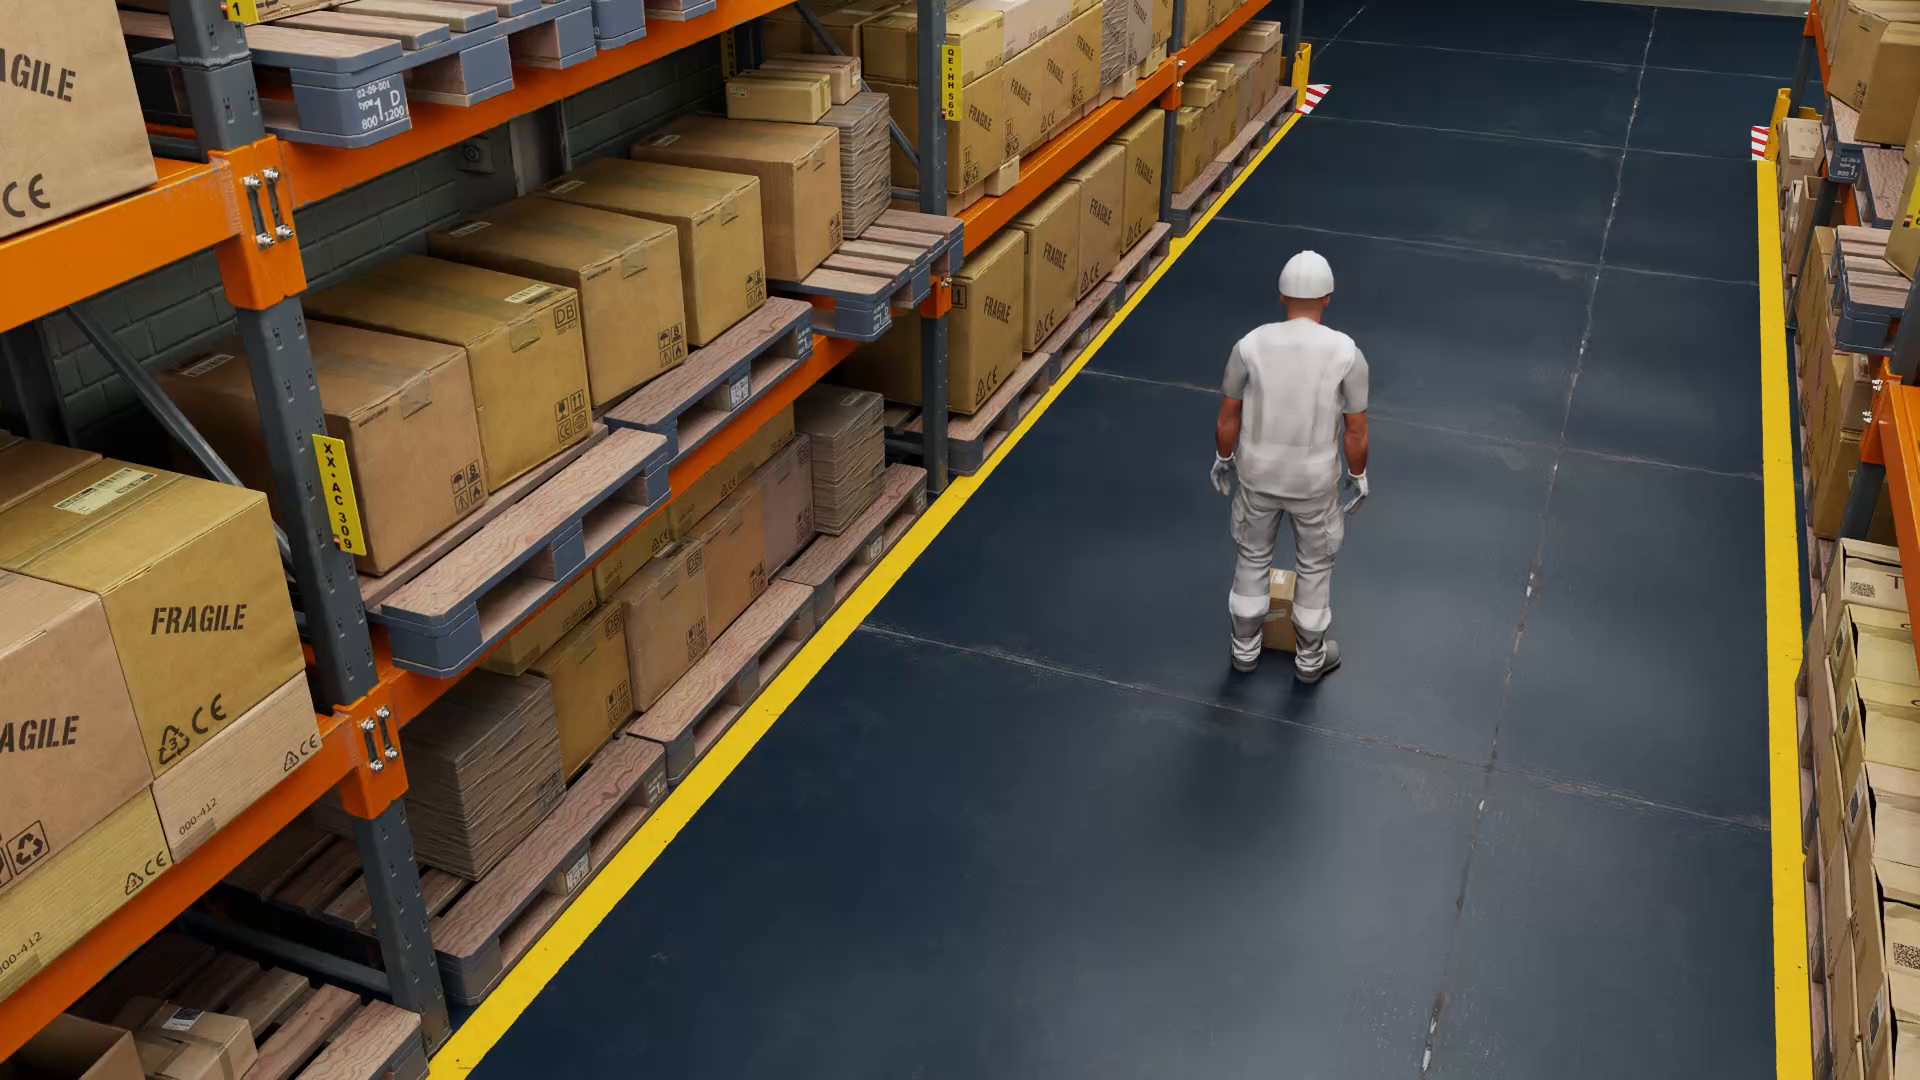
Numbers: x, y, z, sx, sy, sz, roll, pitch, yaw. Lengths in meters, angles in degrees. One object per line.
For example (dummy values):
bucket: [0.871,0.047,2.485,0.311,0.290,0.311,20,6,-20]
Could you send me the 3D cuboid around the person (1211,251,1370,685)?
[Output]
person: [1.303,-0.264,6.580,0.623,1.780,0.447,10,31,17]
